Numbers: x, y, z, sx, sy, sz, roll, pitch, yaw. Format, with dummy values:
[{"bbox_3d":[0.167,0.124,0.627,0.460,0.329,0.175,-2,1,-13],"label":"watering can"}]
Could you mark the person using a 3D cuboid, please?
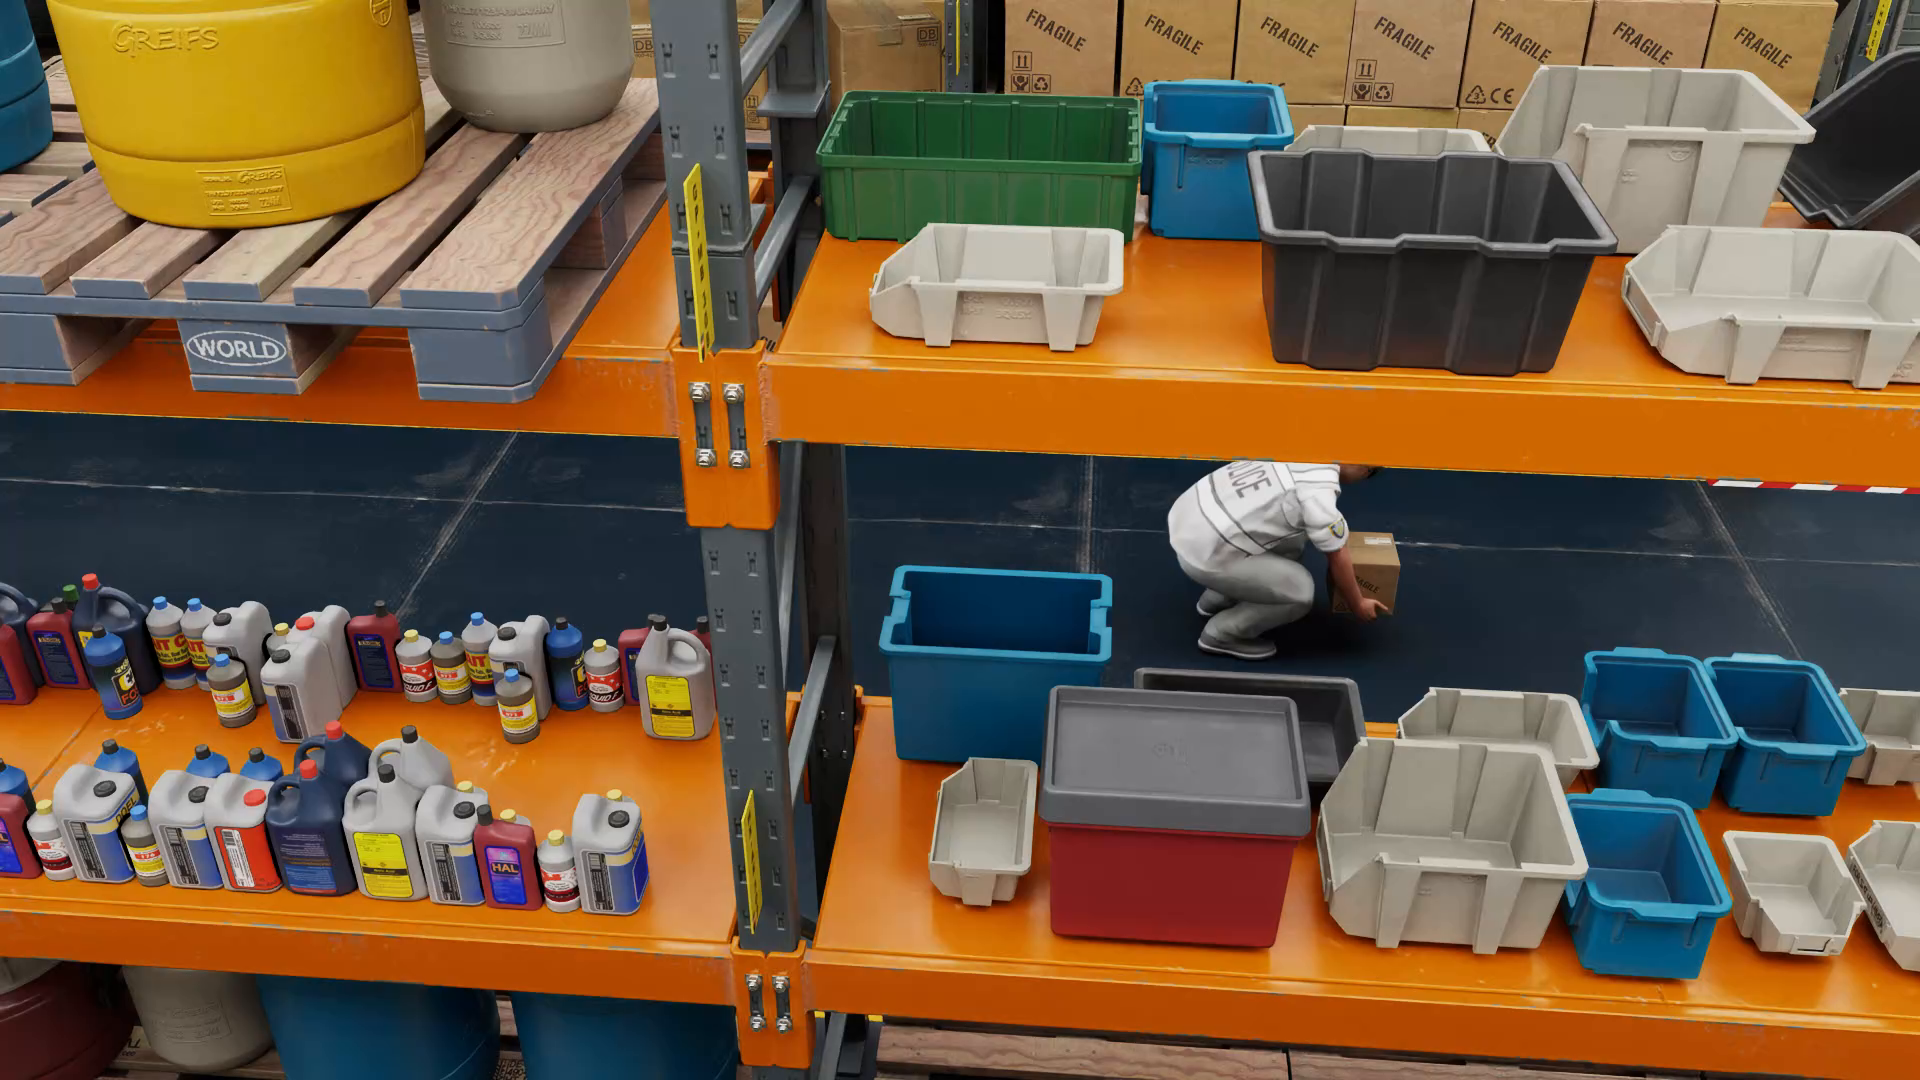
[{"bbox_3d":[1.325,-0.032,6.888,0.923,1.023,0.534,2,32,3],"label":"person"}]
